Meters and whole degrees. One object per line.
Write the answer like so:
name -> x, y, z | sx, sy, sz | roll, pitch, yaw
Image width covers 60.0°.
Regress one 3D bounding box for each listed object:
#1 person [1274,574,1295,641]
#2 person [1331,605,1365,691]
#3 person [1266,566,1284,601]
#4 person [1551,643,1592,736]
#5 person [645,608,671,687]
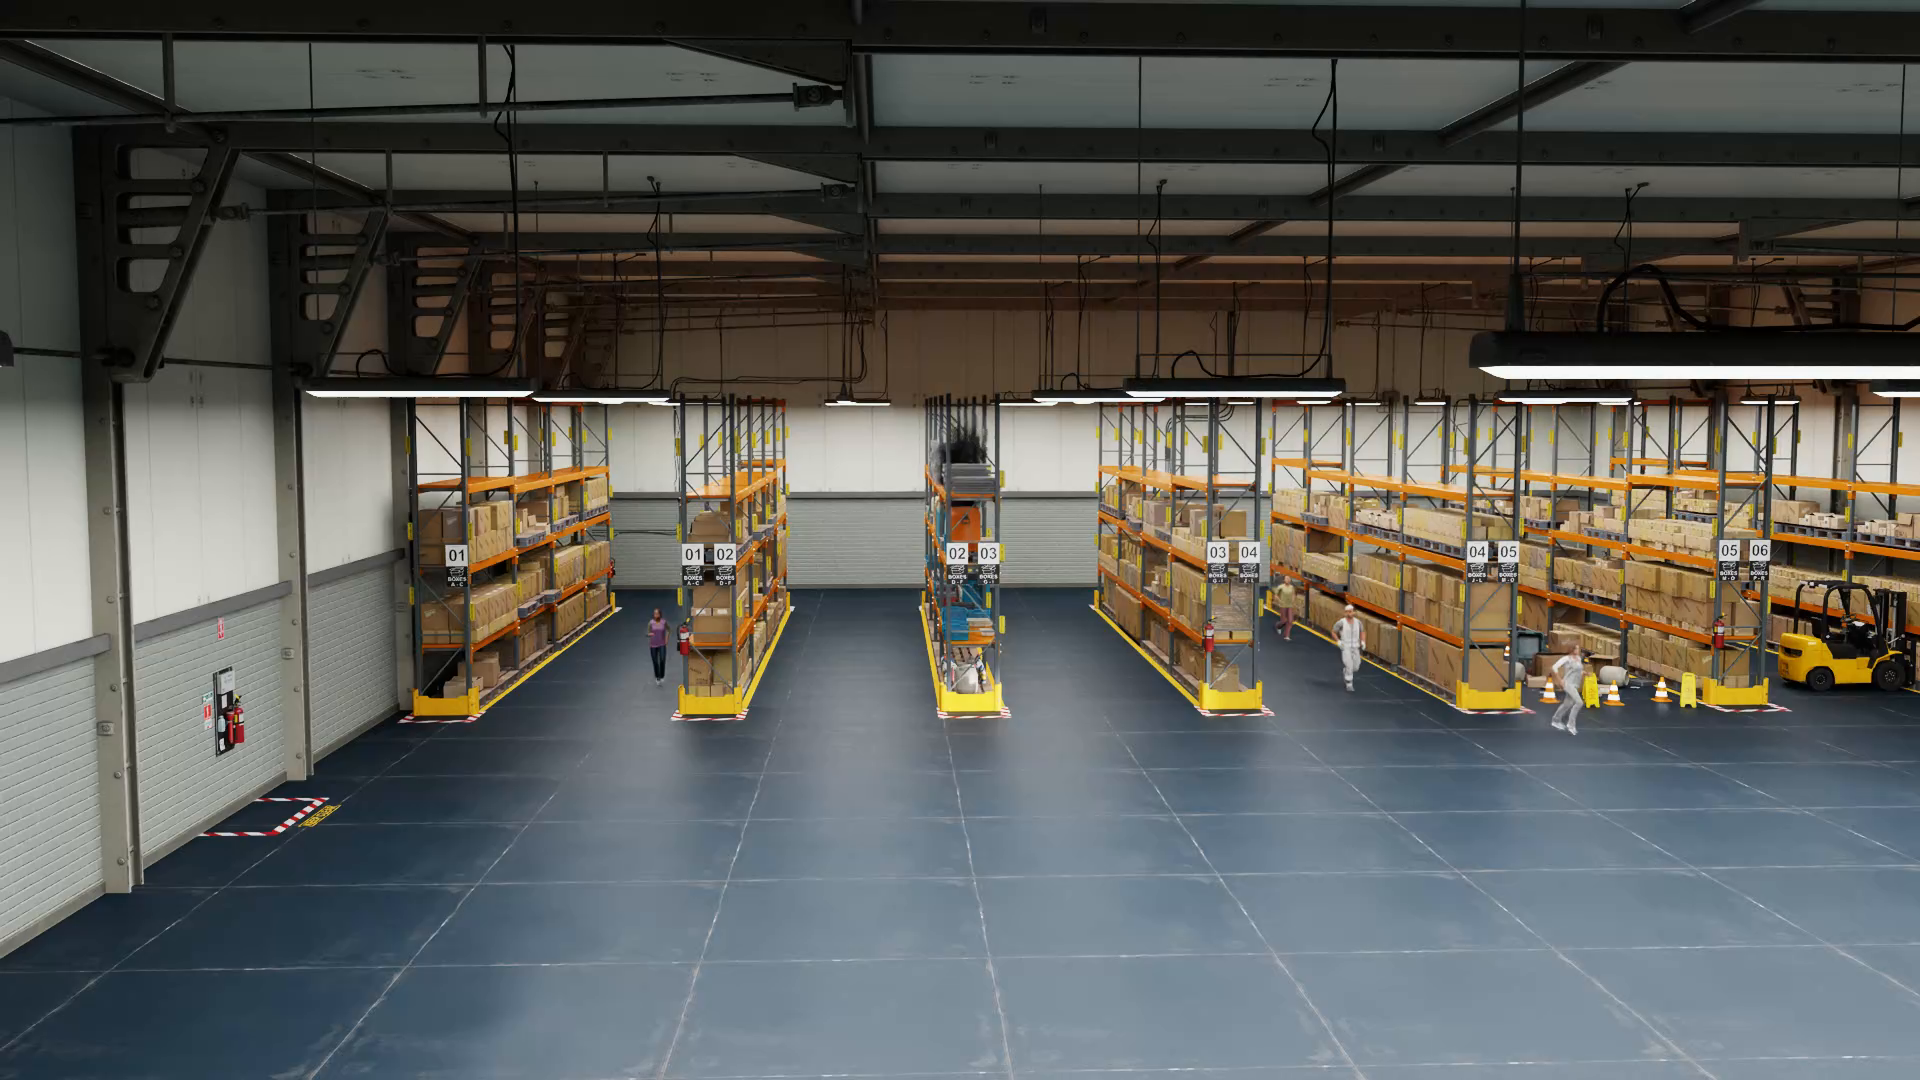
person -> 8.054, 1.655, 41.139 | 0.572, 1.633, 0.733 | -1, 5, -13
person -> 7.890, 2.178, 33.807 | 0.698, 1.747, 0.724 | -1, 5, -10
person -> 9.424, 1.046, 49.171 | 0.783, 1.672, 0.725 | 1, 5, 14
person -> 10.779, 2.611, 29.336 | 0.525, 1.622, 0.712 | -4, 6, -44
person -> -6.222, 2.217, 34.300 | 0.517, 1.608, 0.639 | -1, 5, -7
